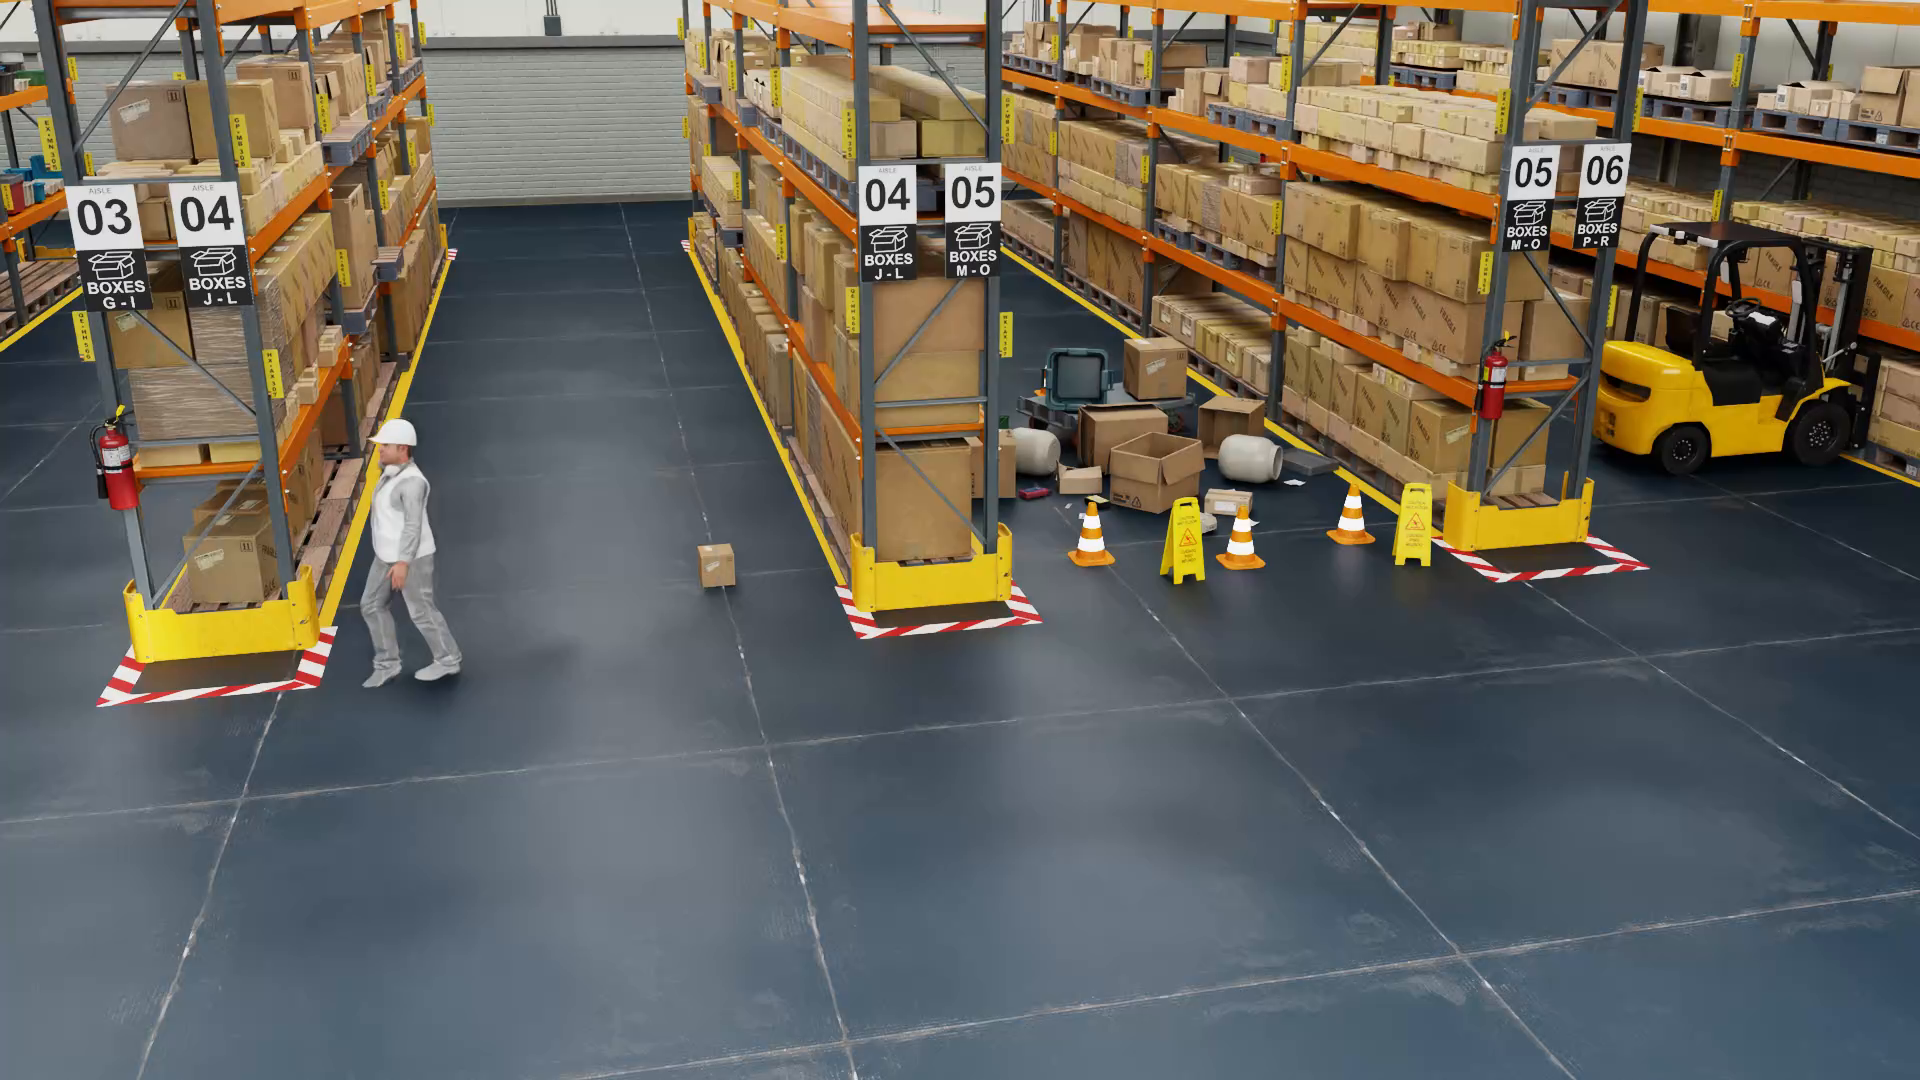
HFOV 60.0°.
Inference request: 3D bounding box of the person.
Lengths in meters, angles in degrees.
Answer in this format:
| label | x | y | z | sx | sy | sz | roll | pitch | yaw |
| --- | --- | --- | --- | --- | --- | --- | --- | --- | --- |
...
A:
| label | x | y | z | sx | sy | sz | roll | pitch | yaw |
| --- | --- | --- | --- | --- | --- | --- | --- | --- | --- |
| person | -3.609 | 0.125 | 10.728 | 0.621 | 1.836 | 0.570 | -13 | 23 | -33 |
